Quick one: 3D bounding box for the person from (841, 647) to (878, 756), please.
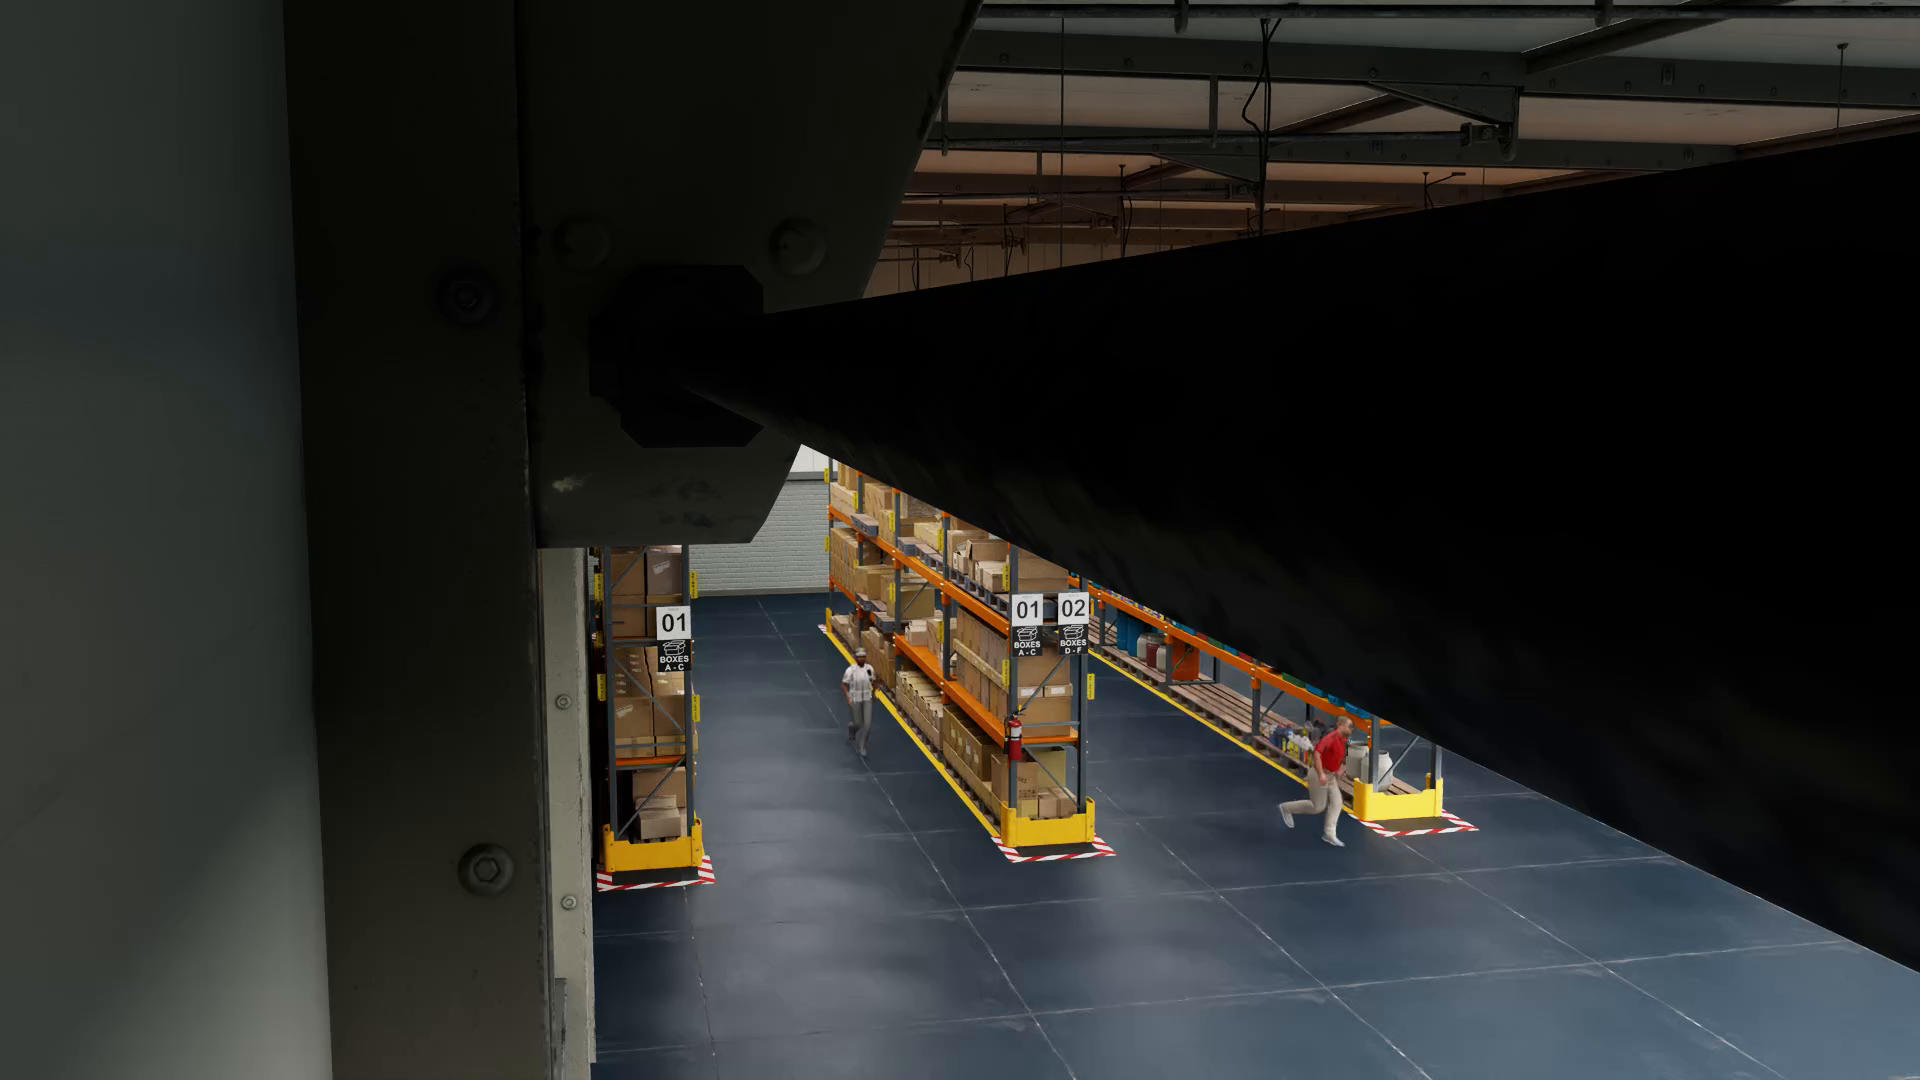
[{"bbox_3d":[-1.542,2.468,25.743,0.585,1.667,0.604,-2,7,-18],"label":"person"}]

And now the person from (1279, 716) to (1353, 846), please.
[{"bbox_3d":[4.537,3.032,21.166,0.916,1.688,0.667,3,7,25],"label":"person"}]
